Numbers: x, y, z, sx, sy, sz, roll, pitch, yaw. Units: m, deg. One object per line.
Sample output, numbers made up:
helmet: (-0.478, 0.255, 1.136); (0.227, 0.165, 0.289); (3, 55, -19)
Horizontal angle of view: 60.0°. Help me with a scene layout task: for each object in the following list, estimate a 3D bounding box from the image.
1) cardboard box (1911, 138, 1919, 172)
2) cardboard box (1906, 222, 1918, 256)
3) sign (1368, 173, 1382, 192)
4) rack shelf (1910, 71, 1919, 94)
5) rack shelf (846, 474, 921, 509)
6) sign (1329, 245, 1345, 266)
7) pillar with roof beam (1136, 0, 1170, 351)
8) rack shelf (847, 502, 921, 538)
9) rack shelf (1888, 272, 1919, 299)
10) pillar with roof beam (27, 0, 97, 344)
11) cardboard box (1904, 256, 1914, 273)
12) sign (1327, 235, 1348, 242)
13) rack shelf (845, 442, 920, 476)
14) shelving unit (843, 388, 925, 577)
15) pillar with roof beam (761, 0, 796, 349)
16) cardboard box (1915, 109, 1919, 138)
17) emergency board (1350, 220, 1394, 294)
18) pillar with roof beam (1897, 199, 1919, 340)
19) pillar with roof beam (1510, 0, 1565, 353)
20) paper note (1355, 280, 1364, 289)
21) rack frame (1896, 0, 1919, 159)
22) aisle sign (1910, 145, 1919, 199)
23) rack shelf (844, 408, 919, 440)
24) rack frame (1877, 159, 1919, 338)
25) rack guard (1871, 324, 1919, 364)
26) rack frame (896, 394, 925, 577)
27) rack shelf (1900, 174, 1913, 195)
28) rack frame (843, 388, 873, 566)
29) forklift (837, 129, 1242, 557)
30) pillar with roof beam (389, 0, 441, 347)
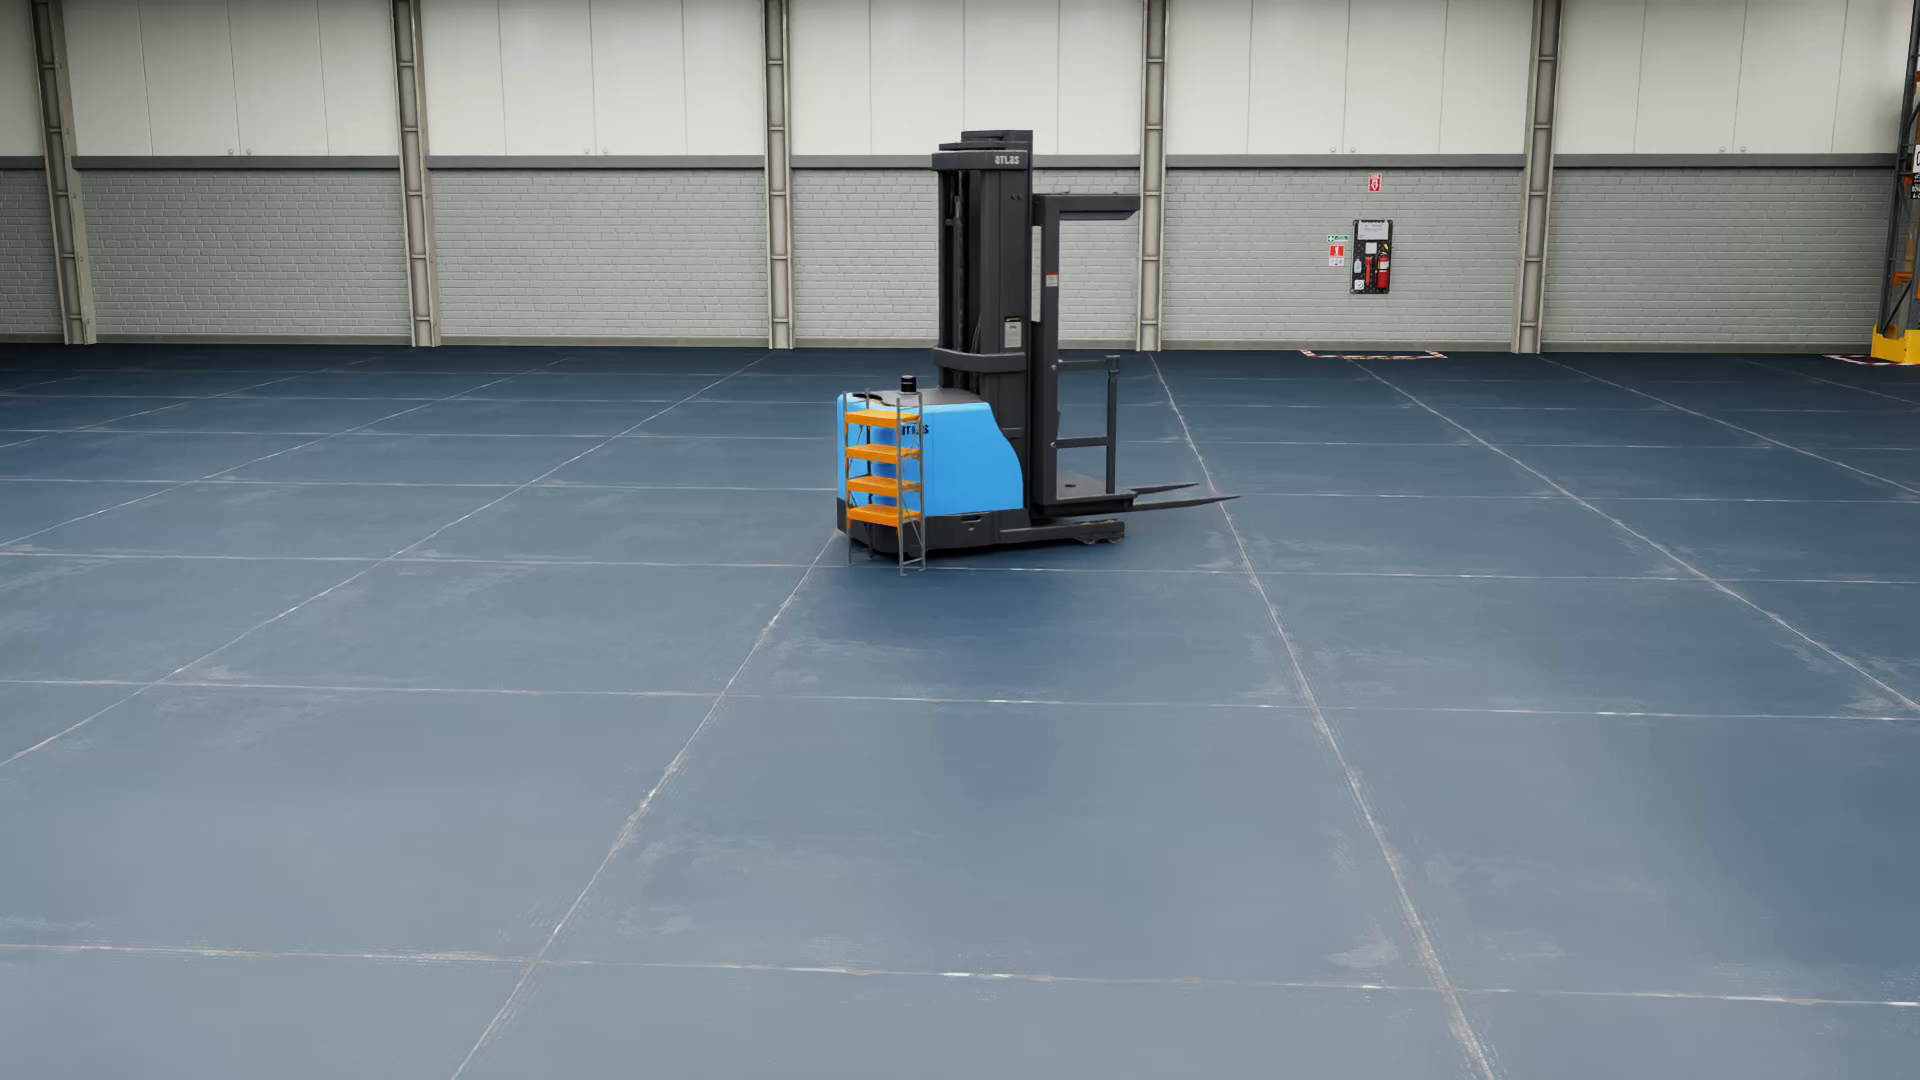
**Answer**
cardboard box: (14.709, -5.796, 25.029); (0.500, 0.500, 0.500); (2, 12, 8)
cardboard box: (14.761, -4.563, 25.242); (0.500, 0.500, 0.500); (1, 12, 3)
sign: (6.581, -5.669, 26.380); (0.199, 0.298, 0.001); (1, 12, 4)
rack shelf: (16.272, -6.778, 24.458); (4.000, 0.370, 1.077); (1, 12, 4)
rack shelf: (-0.510, -0.330, 11.233); (0.480, 0.148, 0.258); (10, 16, 39)
sign: (6.038, -4.560, 26.652); (0.234, 0.329, 0.001); (1, 12, 4)
pillar with roof beam: (2.772, -6.611, 21.894); (0.400, 9.000, 9.100); (1, 12, 4)
rack shelf: (-0.508, -0.136, 11.276); (0.480, 0.148, 0.258); (10, 16, 39)
rack shelf: (16.272, -3.843, 25.072); (4.000, 0.370, 1.077); (1, 12, 4)
pillar with roof beam: (-15.188, -6.857, 23.071); (0.400, 9.000, 9.100); (1, 12, 4)
cardboard box: (14.755, -4.192, 25.301); (0.500, 0.250, 0.500); (1, 12, 5)
sign: (6.042, -4.817, 26.589); (0.331, 0.109, 0.001); (1, 12, 4)
rack shelf: (-0.513, -0.549, 11.185); (0.480, 0.148, 0.258); (10, 16, 39)
shelving unit: (-0.511, -0.396, 11.219); (0.503, 1.200, 0.258); (10, 16, 39)
pillar with roof beam: (-3.215, -6.693, 22.286); (0.400, 9.000, 9.100); (1, 12, 4)
cardboard box: (14.724, -6.287, 24.934); (0.500, 0.500, 0.500); (1, 12, 6)
emergency board: (6.583, -4.514, 26.519); (0.643, 1.169, 0.194); (1, 12, 4)
pillar with roof beam: (14.745, -6.447, 21.109); (0.400, 9.000, 9.100); (1, 12, 4)
pillar with roof beam: (8.758, -6.529, 21.502); (0.400, 9.000, 9.100); (1, 12, 4)
paper note: (6.411, -4.099, 26.688); (0.142, 0.148, 0.016); (1, 12, 4)
rack frame: (14.276, -7.159, 24.515); (0.127, 3.000, 1.000); (1, 12, 4)
aisle sign: (14.184, -5.435, 24.574); (0.004, 0.787, 0.394); (1, 12, 4)
rack shelf: (-0.515, -0.779, 11.133); (0.480, 0.148, 0.258); (10, 16, 39)
rack frame: (14.276, -4.223, 25.129); (0.127, 3.000, 1.000); (1, 12, 4)
rack guard: (14.352, -2.998, 25.380); (0.348, 0.500, 1.175); (1, 12, 4)
rack frame: (-0.325, -0.363, 11.064); (0.015, 1.200, 0.240); (10, 16, 39)
rack shelf: (16.272, -5.311, 24.764); (4.000, 0.370, 1.077); (1, 12, 4)
rack frame: (-0.696, -0.428, 11.374); (0.015, 1.200, 0.240); (10, 16, 39)
forklift: (0.654, -1.491, 12.239); (3.031, 2.935, 1.130); (-5, 13, -23)
pillar with roof beam: (-9.202, -6.775, 22.679); (0.400, 9.000, 9.100); (1, 12, 4)
